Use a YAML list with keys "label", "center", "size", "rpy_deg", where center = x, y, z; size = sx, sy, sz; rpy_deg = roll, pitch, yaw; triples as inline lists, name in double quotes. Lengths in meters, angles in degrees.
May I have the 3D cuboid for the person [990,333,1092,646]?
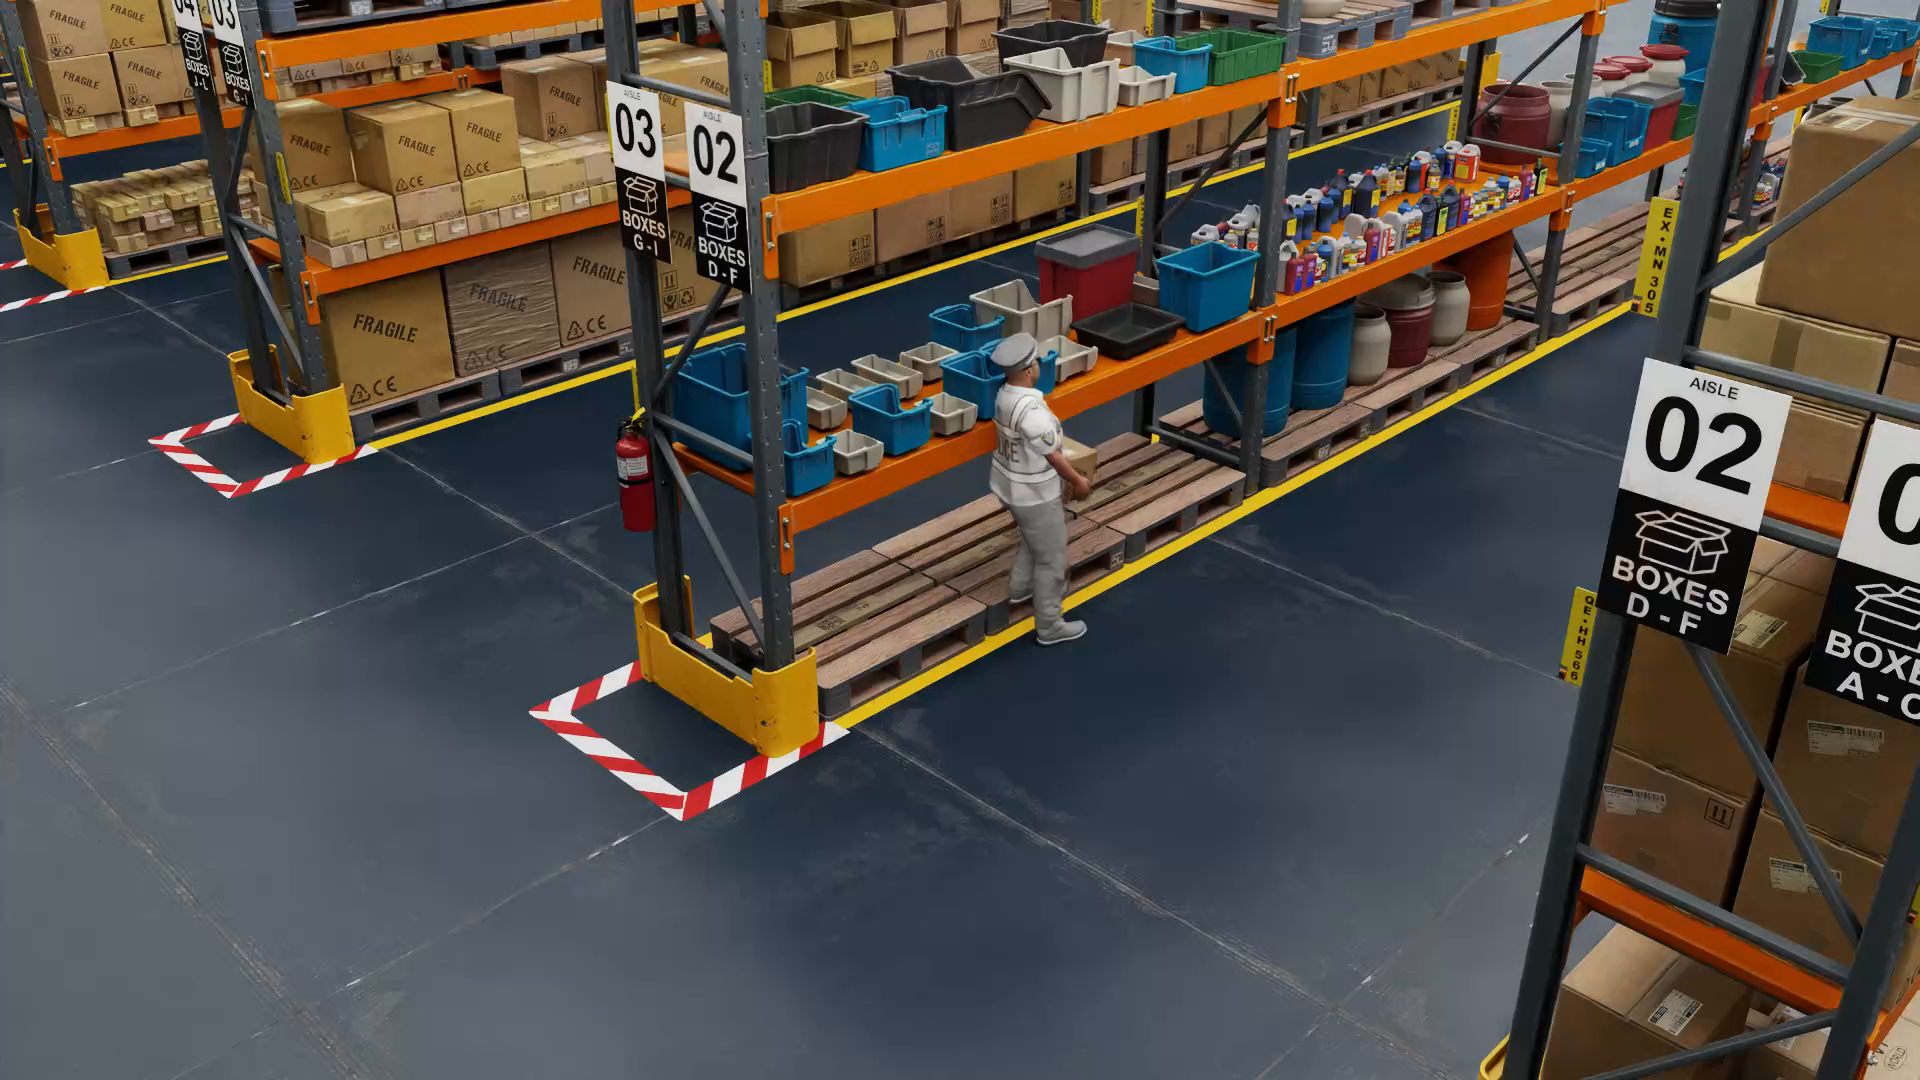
- label: "person"
  center: [0.431, -0.298, 9.143]
  size: [0.529, 1.786, 0.520]
  rpy_deg: [-13, 30, -24]
